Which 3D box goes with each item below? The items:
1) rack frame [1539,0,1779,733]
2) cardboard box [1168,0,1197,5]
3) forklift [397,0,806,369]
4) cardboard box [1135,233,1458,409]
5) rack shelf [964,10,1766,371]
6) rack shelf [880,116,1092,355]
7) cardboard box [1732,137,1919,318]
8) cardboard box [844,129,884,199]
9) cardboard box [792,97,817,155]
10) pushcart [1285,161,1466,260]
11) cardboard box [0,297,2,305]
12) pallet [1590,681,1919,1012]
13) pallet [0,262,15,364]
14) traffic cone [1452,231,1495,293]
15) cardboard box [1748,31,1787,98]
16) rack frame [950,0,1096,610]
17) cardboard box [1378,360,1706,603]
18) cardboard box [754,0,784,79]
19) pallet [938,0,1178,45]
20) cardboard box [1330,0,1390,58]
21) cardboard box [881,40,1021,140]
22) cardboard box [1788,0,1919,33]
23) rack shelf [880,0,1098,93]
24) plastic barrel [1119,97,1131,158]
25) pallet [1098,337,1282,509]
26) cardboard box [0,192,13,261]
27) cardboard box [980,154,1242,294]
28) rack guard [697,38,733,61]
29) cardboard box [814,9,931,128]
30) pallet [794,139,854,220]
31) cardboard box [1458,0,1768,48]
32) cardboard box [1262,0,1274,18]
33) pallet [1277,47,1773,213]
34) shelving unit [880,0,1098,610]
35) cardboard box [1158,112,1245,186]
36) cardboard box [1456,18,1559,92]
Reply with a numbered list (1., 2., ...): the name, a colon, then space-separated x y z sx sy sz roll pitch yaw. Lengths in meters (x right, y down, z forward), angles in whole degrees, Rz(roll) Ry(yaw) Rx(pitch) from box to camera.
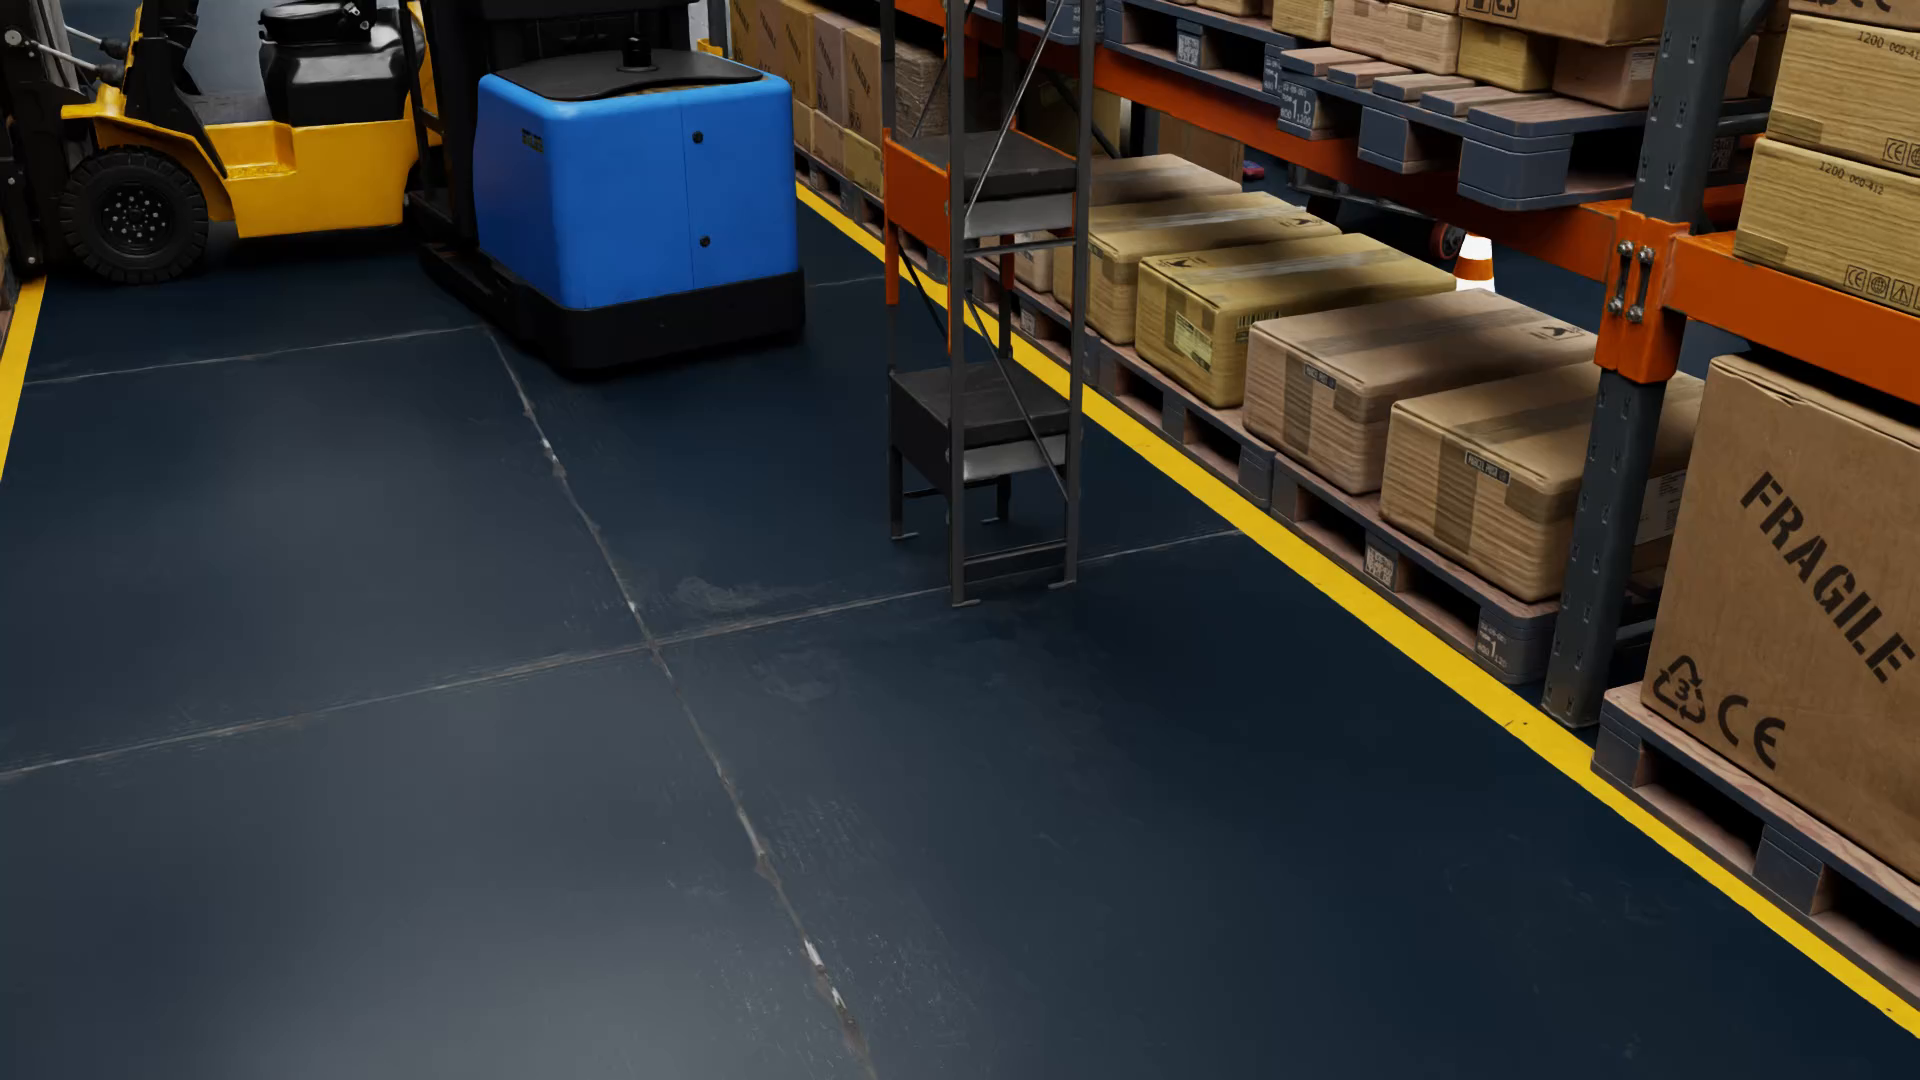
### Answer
1. rack frame: 1.997 -0.966 3.810 1.000 3.000 0.127 -11 28 -21
2. cardboard box: 0.841 -1.849 5.425 0.380 0.149 0.250 -9 28 -19
3. forklift: -1.868 -2.576 7.186 1.130 2.935 3.031 -16 30 -29
4. cardboard box: 1.197 -0.808 6.002 0.950 0.372 0.625 -10 28 -19
5. rack shelf: 1.214 -1.451 5.622 1.077 0.370 4.000 -11 28 -21
6. rack shelf: 0.065 -0.864 4.658 0.431 0.518 0.480 -11 28 -21
7. cardboard box: 1.957 -0.658 3.350 0.500 0.250 0.500 -11 28 -21
8. cardboard box: -0.266 -1.940 8.460 0.500 0.250 0.500 -11 28 -22
9. cardboard box: -0.656 -2.350 9.301 0.500 0.250 0.500 -9 27 -17
10. pushcart: 2.509 -1.815 8.537 1.648 0.377 0.936 -22 34 -38
11. cardboard box: -4.020 -0.932 6.396 0.500 0.250 0.500 -10 28 -20
12. pallet: 2.237 0.618 3.744 1.003 0.211 1.213 -11 28 -21
13. pallet: -4.408 -0.802 6.652 1.003 0.211 1.213 -11 28 -21
14. traffic cone: 2.204 -1.181 7.142 0.336 0.463 0.334 -11 28 -21
15. cardboard box: 2.041 -1.205 4.108 0.380 0.149 0.250 -12 29 -24
16. rack frame: 0.160 -0.778 4.451 0.400 2.100 0.015 -11 28 -21
17. cardboard box: 1.785 -0.204 4.766 0.950 0.372 0.625 -13 29 -24
18. cardboard box: -0.856 -2.893 9.557 0.500 0.500 0.500 -12 28 -23
19. pallet: 0.596 -2.161 6.477 1.003 0.211 1.213 -11 28 -21
20. cardboard box: 1.250 -1.427 4.561 0.380 0.149 0.250 -12 28 -23
21. cardboard box: -0.048 -2.064 7.859 0.500 0.500 0.500 -11 28 -21
22. cardboard box: 1.965 -1.219 3.075 0.500 0.500 0.500 -12 28 -22
23. rack shelf: 0.065 -1.493 4.351 0.431 0.518 0.480 -11 28 -21
24. plastic barrel: 1.066 -2.465 9.815 0.512 0.421 0.421 8 27 15
25. pallet: 1.219 -0.521 6.076 1.003 0.211 1.213 -11 28 -21
26. cardboard box: -4.448 -1.339 7.229 0.500 0.250 0.500 -10 28 -20
27. cardboard box: 0.638 -1.378 7.169 0.950 0.372 0.625 -10 28 -20
28. rack guard: -1.106 -3.042 10.911 1.175 0.500 0.348 -11 28 -21
29. cardboard box: -0.450 -2.475 8.701 0.500 0.500 0.500 -9 27 -18
30. pallet: -0.346 -2.086 9.283 1.003 0.211 1.213 -11 28 -21
31. cardboard box: 1.563 -1.469 3.909 0.500 0.500 0.500 -11 28 -22
32. cardboard box: 1.147 -1.659 5.036 0.380 0.149 0.250 -10 28 -20
33. pallet: 1.620 -1.150 4.404 1.213 0.211 1.003 -11 28 -21
34. shelving unit: 0.065 -0.877 4.652 0.431 2.100 0.503 -11 28 -21
35. cardboard box: 1.263 -2.125 9.030 0.500 0.500 0.500 8 27 15
36. cardboard box: 1.481 -1.230 4.158 0.380 0.149 0.250 -10 28 -20
